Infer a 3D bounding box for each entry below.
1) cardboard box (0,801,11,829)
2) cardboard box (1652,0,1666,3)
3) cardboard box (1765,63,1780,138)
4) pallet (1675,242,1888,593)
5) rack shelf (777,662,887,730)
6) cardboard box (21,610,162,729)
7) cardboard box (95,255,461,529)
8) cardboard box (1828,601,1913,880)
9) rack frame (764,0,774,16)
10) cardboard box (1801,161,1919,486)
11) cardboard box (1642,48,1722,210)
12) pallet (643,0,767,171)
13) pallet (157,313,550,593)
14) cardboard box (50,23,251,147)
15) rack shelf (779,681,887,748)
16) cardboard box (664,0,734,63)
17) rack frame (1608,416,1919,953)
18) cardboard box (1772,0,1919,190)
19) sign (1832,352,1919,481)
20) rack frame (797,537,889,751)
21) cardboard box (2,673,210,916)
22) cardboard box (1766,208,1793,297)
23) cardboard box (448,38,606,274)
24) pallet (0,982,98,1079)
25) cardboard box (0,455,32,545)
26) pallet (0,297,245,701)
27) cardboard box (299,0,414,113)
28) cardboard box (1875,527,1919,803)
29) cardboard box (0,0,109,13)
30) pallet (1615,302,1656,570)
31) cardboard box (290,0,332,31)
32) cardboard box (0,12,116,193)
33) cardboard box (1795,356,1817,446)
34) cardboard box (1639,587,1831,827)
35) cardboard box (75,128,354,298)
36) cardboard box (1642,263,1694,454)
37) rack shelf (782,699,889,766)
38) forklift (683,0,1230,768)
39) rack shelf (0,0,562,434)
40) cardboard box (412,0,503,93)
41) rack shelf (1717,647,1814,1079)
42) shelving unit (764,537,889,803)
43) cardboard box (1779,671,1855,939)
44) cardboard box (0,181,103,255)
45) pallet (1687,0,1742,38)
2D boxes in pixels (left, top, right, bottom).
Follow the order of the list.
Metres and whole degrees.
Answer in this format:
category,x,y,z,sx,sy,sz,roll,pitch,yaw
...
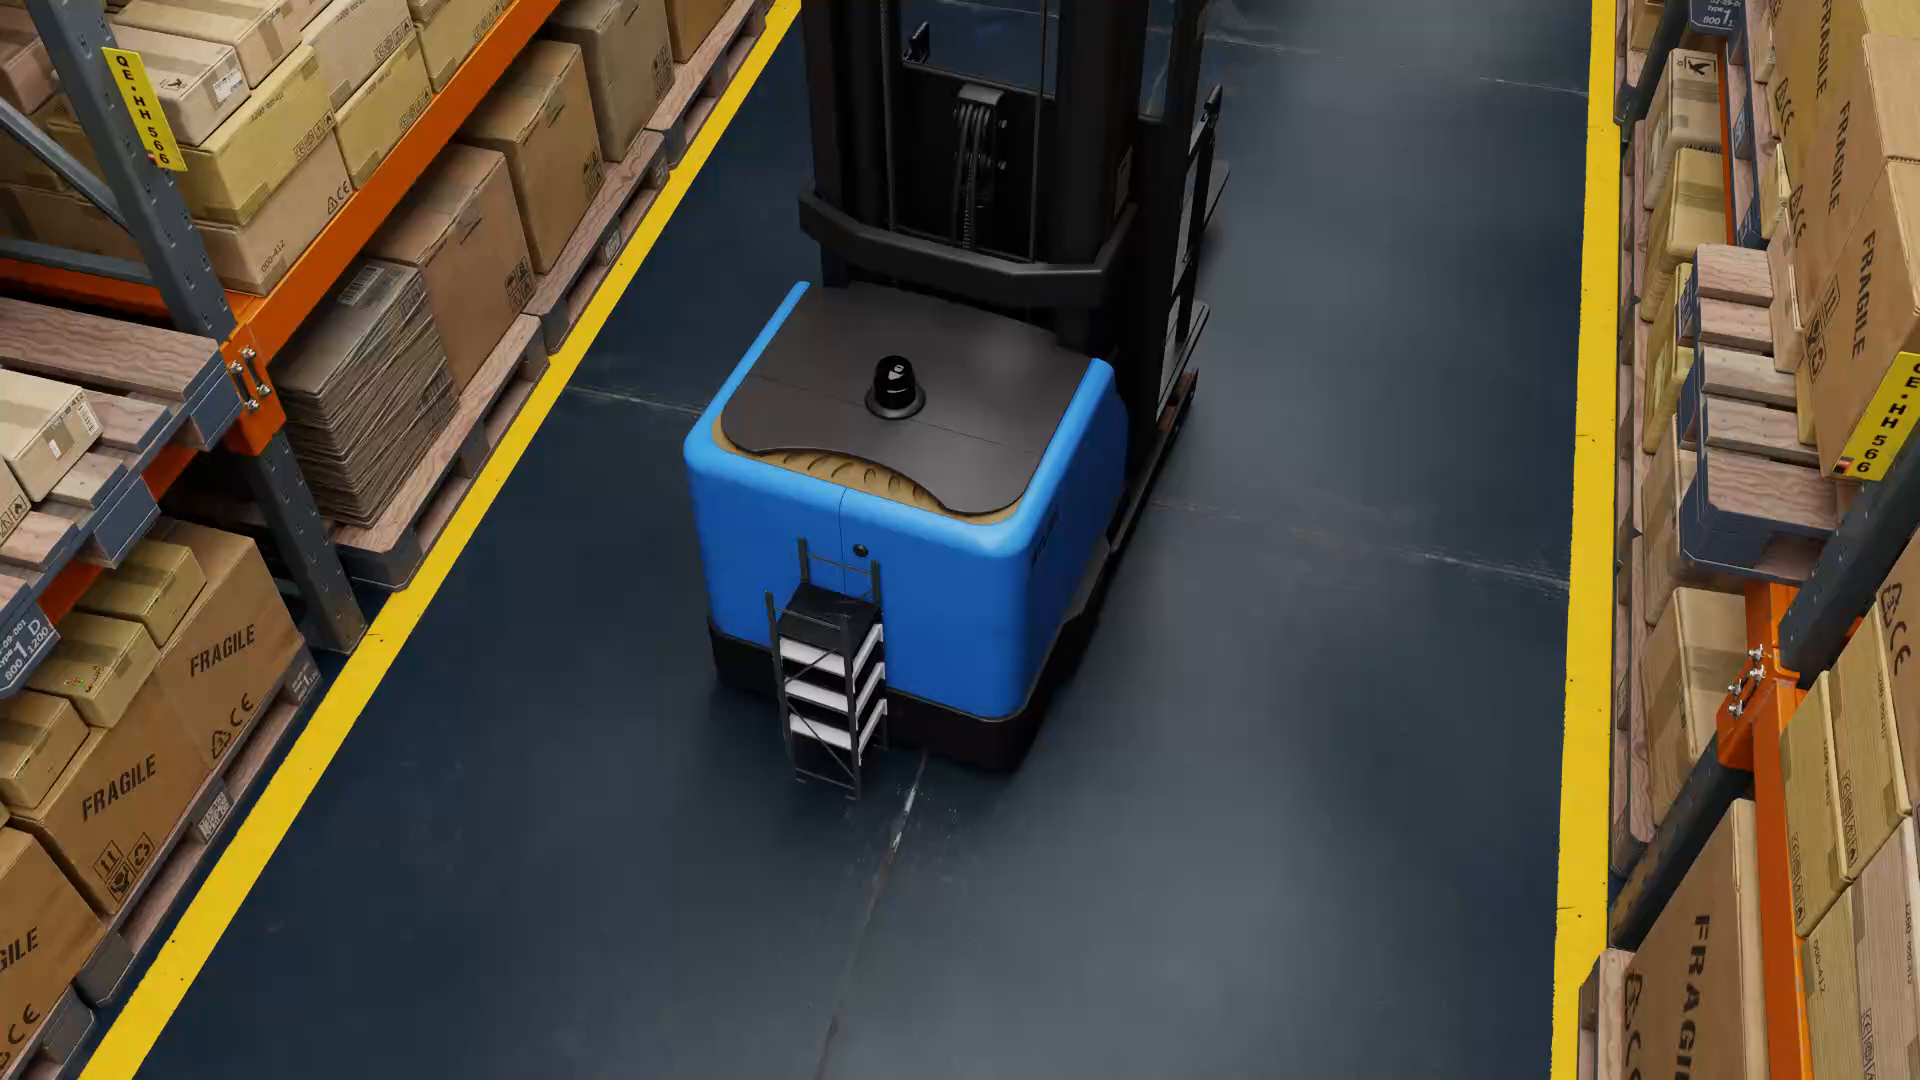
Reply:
category,x,y,z,sx,sy,sz,roll,pitch,yaw
cardboard box,-2.602,0.693,4.092,0.380,0.149,0.250,13,50,11
cardboard box,3.290,-2.630,7.124,0.500,0.500,0.500,11,49,10
cardboard box,2.531,-1.254,4.744,0.380,0.149,0.250,10,49,9
pallet,2.425,-0.251,4.099,1.213,0.211,1.003,12,50,10
rack shelf,-0.371,0.417,4.826,0.258,0.077,0.200,17,51,14
cardboard box,-2.377,0.329,4.413,0.380,0.149,0.250,9,49,8
cardboard box,-2.272,-0.557,5.545,0.875,0.625,0.625,13,50,11
cardboard box,1.968,0.424,3.142,0.500,0.250,0.500,11,50,10
rack frame,-1.397,-3.648,6.969,1.000,3.000,0.127,12,50,10
cardboard box,2.191,-0.433,3.586,0.500,0.500,0.500,10,49,9
cardboard box,3.257,-1.561,6.600,0.950,0.372,0.625,12,50,11
pallet,-1.553,-2.185,7.538,1.003,0.211,1.213,12,50,10
pallet,-2.195,-0.420,5.980,1.003,0.211,1.213,12,50,10
cardboard box,-2.082,-1.175,4.287,0.380,0.149,0.250,13,50,11
rack shelf,-0.371,0.476,4.894,0.258,0.077,0.200,17,51,14
cardboard box,-1.523,-2.622,7.367,0.875,0.625,0.625,14,50,12
rack frame,2.340,0.222,3.554,1.000,3.000,0.127,12,50,10
cardboard box,2.449,-1.174,4.240,0.500,0.500,0.500,9,49,7
sign,1.814,-0.236,3.238,0.100,0.325,0.005,12,50,10
rack frame,-0.333,0.324,4.864,0.240,0.900,0.006,17,51,14
cardboard box,-2.495,0.641,4.571,0.500,0.500,0.500,11,49,9
cardboard box,2.297,-0.698,4.252,0.380,0.149,0.250,9,49,8
cardboard box,-1.931,-1.518,6.393,0.875,0.625,0.625,10,49,8
pallet,-3.006,1.580,4.215,1.003,0.211,1.213,12,50,10
cardboard box,-2.415,-0.018,3.585,0.500,0.250,0.500,9,49,8
pallet,-2.560,-0.188,4.043,1.213,0.211,1.003,12,50,10
cardboard box,-1.964,-1.506,4.845,0.500,0.250,0.500,13,50,11
cardboard box,1.974,0.166,2.869,0.500,0.500,0.500,10,49,9
cardboard box,-2.598,-1.490,4.565,0.380,0.149,0.250,13,50,11
pallet,2.870,-0.300,5.874,1.003,0.211,1.213,12,50,10
cardboard box,-1.970,-1.560,4.627,0.380,0.149,0.250,13,50,11
cardboard box,-2.600,-1.251,4.620,0.500,0.250,0.500,13,50,11
cardboard box,2.200,-0.326,3.925,0.380,0.149,0.250,12,50,11
cardboard box,2.498,0.545,4.740,0.950,0.372,0.625,9,49,7
cardboard box,-2.097,-0.978,4.713,0.500,0.250,0.500,12,50,10
cardboard box,2.890,-0.537,5.696,0.950,0.372,0.625,13,50,11
rack shelf,-0.371,0.536,4.961,0.258,0.077,0.200,17,51,14
forklift,0.232,-1.407,5.037,1.130,2.935,3.031,17,51,14
rack shelf,-1.923,-1.964,5.962,1.077,0.370,4.000,12,50,10
cardboard box,-1.831,-1.715,5.363,0.500,0.250,0.500,10,49,9
rack shelf,1.814,1.906,2.547,1.077,0.370,4.000,12,50,10
shelving unit,-0.371,0.395,4.801,0.258,0.900,0.210,17,51,14
cardboard box,1.968,0.576,3.341,0.500,0.250,0.500,11,49,9
cardboard box,-2.578,-1.081,4.804,0.500,0.250,0.500,11,49,9
pallet,3.051,-2.084,5.717,1.003,0.211,1.213,12,50,10
